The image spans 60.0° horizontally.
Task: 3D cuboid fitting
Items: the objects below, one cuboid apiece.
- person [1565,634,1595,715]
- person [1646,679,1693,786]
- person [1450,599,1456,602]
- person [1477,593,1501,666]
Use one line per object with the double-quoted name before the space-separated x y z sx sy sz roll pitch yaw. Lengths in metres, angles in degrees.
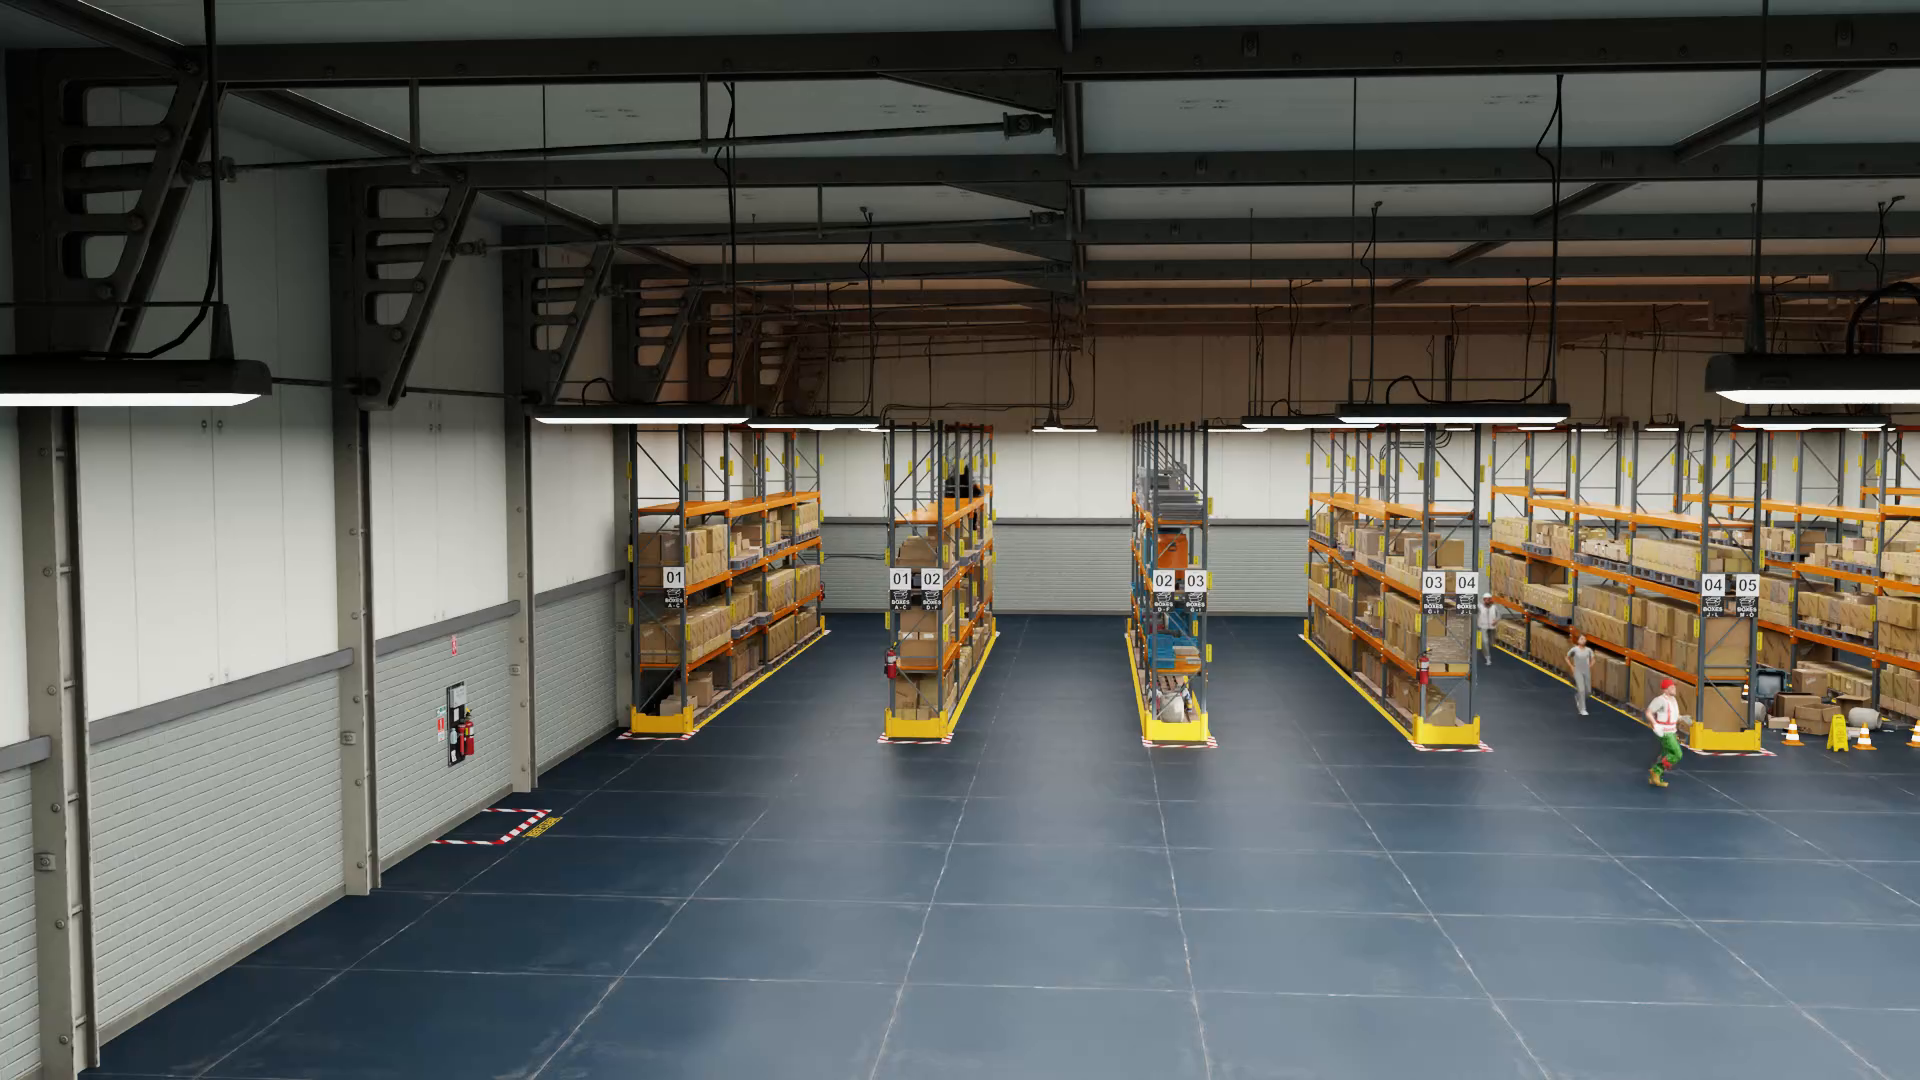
"person" 12.738 2.742 34.142 0.575 1.635 0.802 0 4 0
"person" 11.525 3.128 26.980 0.612 1.748 0.631 3 5 42
"person" 13.345 1.969 45.334 0.771 1.735 1.039 1 4 14
"person" 13.253 2.218 41.776 0.629 1.771 1.107 0 4 2
